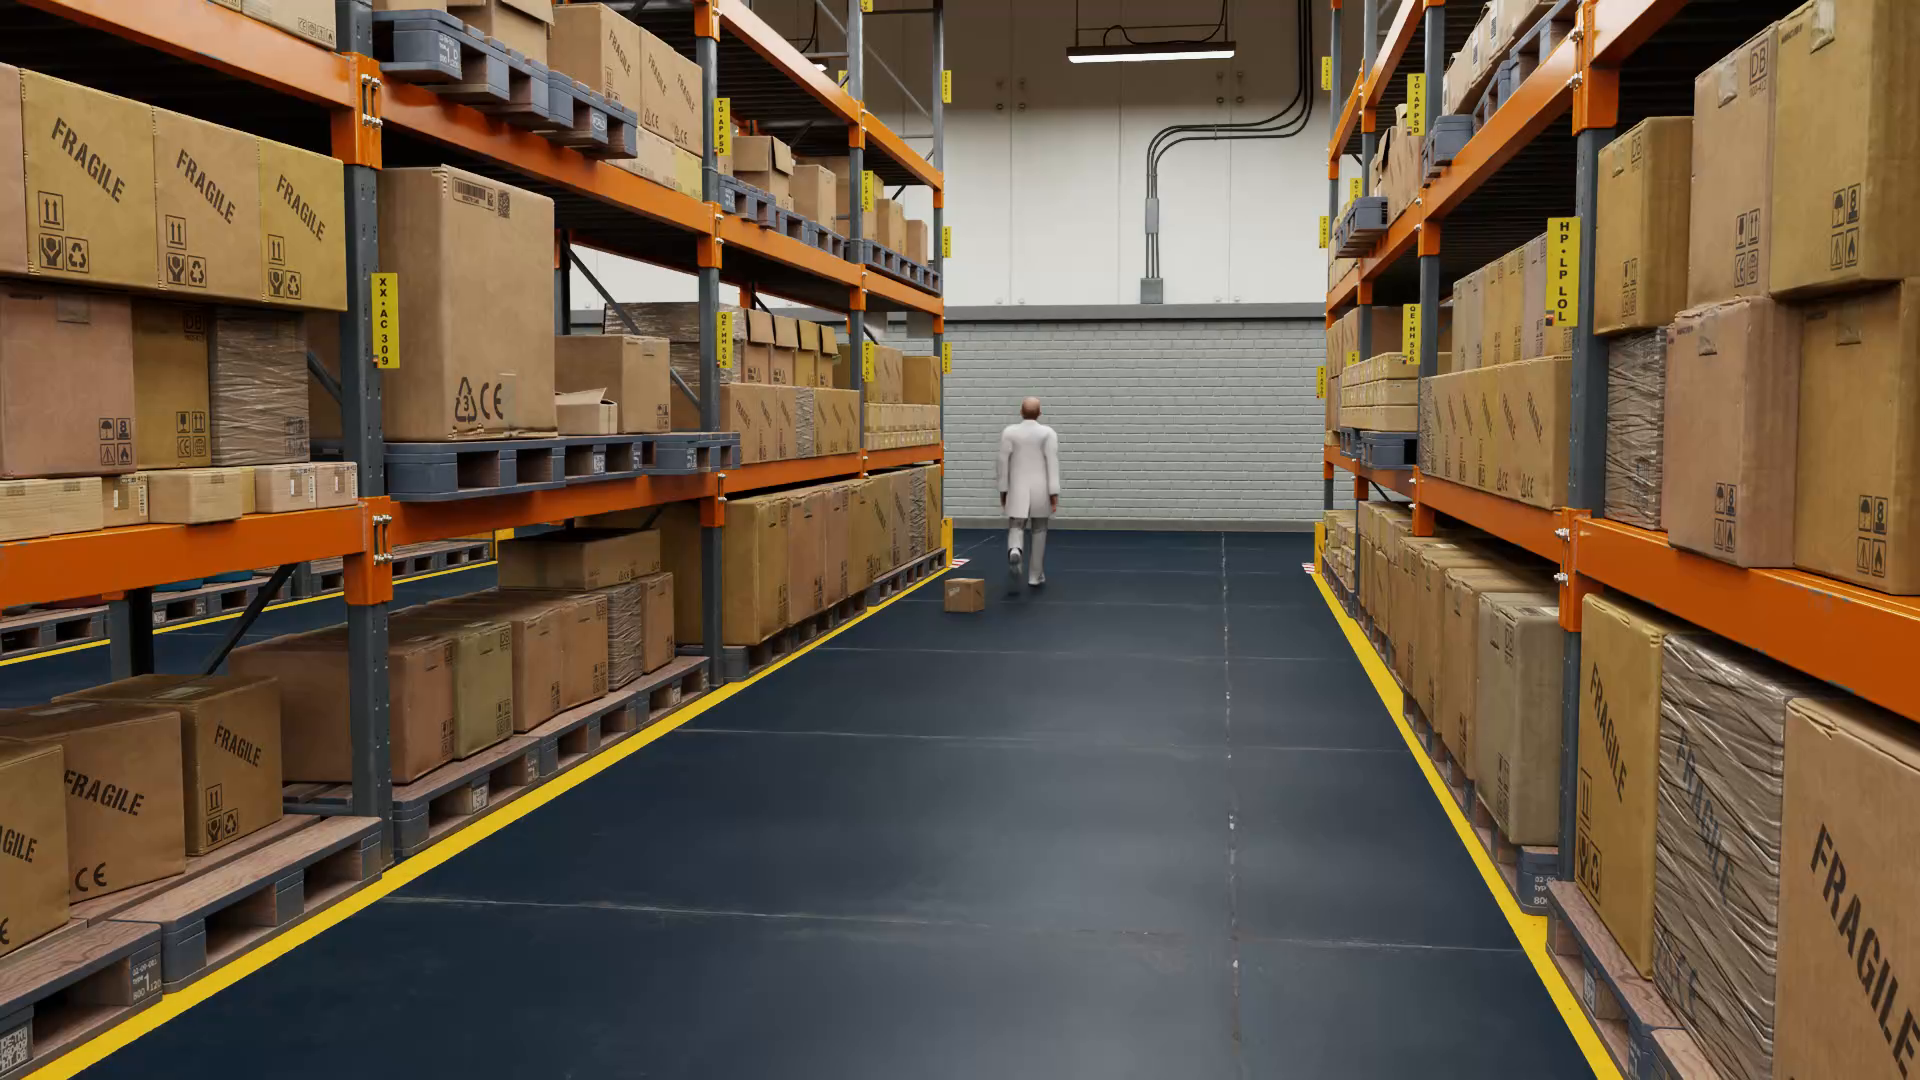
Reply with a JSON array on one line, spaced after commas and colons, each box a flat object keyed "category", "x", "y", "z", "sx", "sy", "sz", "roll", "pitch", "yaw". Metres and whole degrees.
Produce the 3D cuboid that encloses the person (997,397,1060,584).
[{"category": "person", "x": 0.632, "y": -0.448, "z": 15.365, "sx": 0.593, "sy": 1.749, "sz": 0.873, "roll": 1, "pitch": 4, "yaw": 7}]
